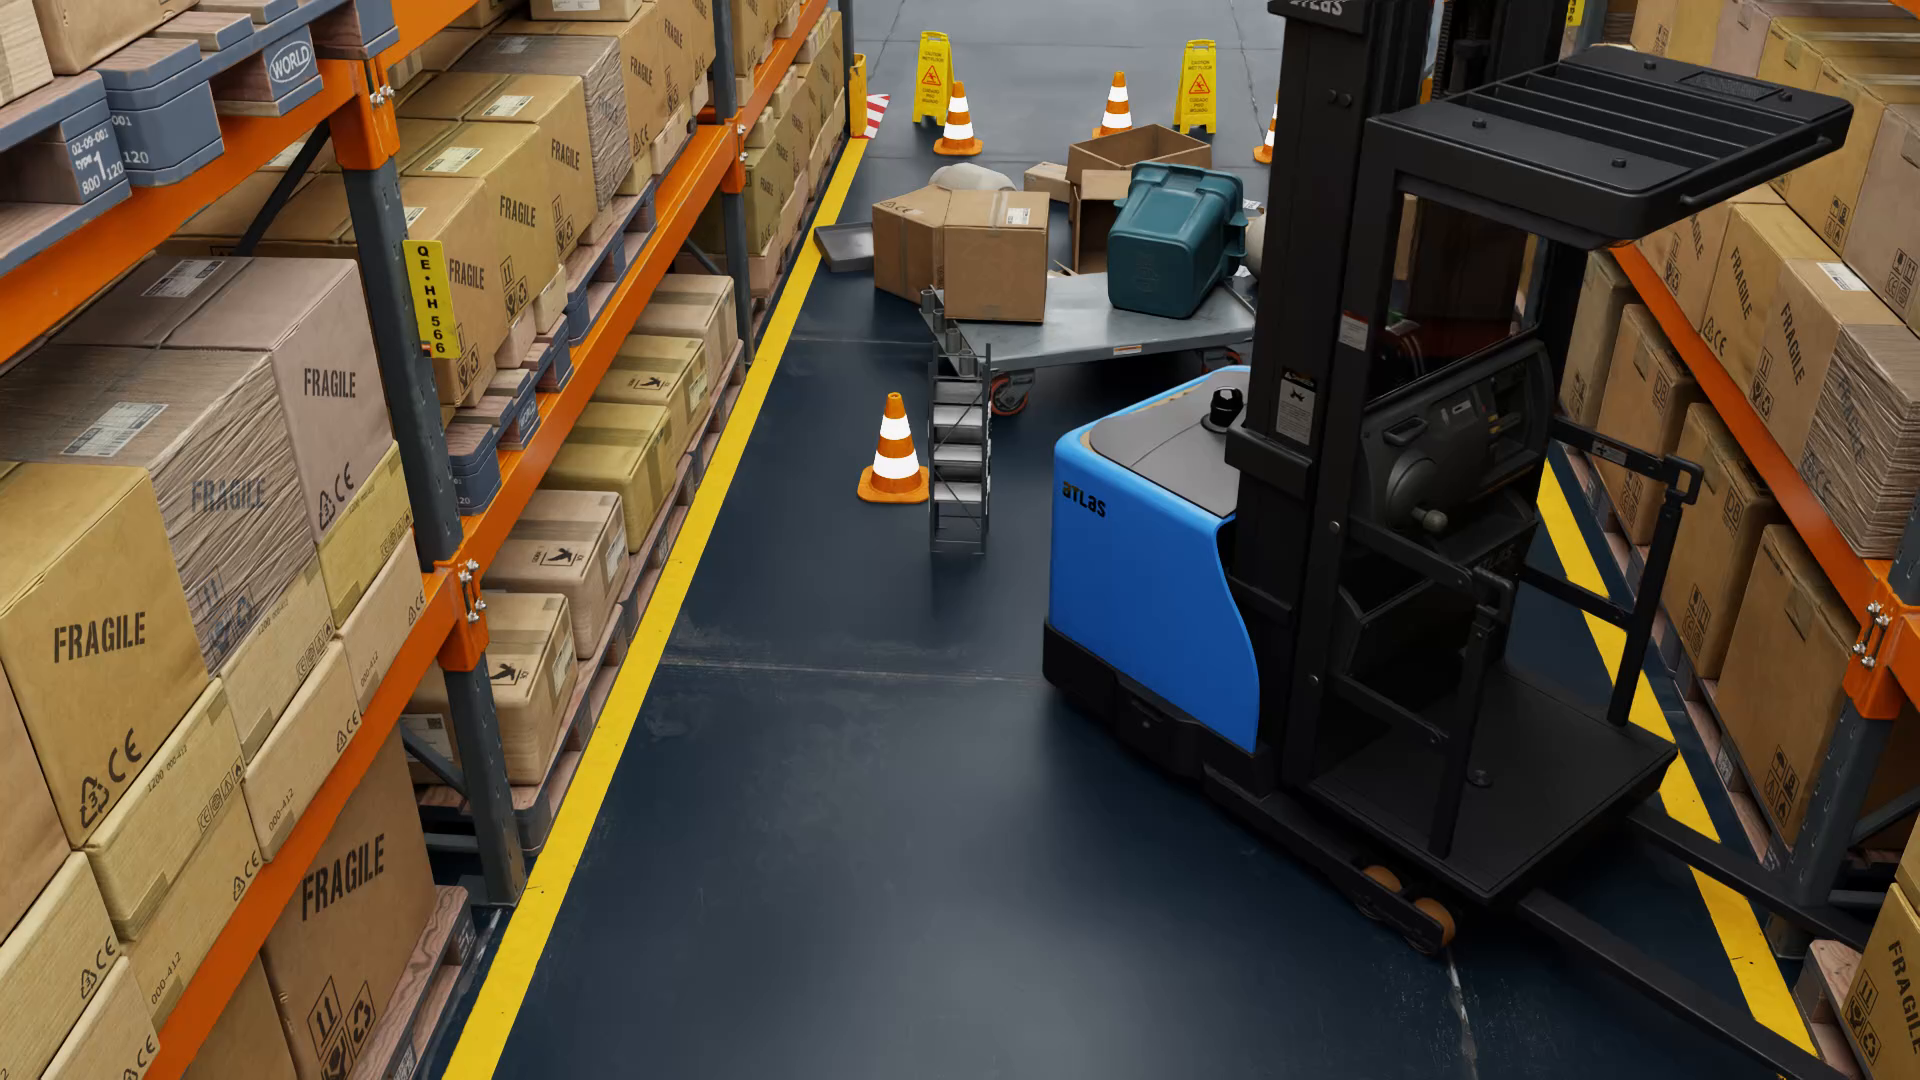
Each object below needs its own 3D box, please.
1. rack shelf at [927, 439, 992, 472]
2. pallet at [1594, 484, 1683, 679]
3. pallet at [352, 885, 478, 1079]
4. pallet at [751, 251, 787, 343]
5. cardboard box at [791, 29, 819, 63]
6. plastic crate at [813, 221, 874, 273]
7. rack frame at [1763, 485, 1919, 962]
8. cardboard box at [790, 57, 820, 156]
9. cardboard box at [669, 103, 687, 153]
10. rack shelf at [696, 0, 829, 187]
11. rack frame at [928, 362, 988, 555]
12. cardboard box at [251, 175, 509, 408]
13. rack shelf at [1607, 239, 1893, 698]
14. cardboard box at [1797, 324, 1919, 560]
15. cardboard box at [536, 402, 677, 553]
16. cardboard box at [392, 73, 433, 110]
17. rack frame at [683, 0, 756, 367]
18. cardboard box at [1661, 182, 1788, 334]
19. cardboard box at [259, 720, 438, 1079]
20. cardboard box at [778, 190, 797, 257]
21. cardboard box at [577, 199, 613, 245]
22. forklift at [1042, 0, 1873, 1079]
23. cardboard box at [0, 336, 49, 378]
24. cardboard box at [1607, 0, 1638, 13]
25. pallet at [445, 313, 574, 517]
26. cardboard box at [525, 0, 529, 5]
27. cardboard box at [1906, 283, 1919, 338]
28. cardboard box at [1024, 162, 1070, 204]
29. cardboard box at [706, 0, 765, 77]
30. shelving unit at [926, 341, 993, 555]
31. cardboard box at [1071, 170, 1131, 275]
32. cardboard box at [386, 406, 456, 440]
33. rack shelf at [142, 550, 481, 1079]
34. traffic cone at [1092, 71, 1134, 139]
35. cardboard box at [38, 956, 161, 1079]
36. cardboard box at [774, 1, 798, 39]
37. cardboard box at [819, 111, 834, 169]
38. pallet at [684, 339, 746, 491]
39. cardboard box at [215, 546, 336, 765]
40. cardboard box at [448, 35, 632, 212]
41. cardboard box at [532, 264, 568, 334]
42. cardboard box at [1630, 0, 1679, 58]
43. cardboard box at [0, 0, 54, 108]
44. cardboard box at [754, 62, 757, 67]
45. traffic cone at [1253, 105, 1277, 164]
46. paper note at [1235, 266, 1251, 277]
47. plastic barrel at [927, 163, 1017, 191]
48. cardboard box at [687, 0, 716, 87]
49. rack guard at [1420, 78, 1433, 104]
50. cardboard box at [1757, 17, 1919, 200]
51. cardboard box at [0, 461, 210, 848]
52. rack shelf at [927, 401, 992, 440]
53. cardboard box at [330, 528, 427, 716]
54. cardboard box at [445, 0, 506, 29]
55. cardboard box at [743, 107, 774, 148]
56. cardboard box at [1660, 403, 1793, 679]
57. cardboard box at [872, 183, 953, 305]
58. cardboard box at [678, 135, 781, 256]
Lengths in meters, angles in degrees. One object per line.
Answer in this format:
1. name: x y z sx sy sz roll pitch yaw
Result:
1. rack shelf: -0.001 -0.350 7.025 0.258 0.077 0.200 2 32 4
2. pallet: 3.268 0.153 6.800 1.003 0.211 1.213 2 32 4
3. pallet: -2.054 1.449 4.697 1.003 0.211 1.213 2 32 4
4. pallet: -1.570 -1.404 9.328 1.003 0.211 1.213 2 32 4
5. cardboard box: -1.079 -3.040 10.211 0.380 0.149 0.250 4 32 6
6. plastic crate: -0.644 -1.782 10.065 0.402 0.080 0.583 -8 33 -13
7. rack frame: 3.027 0.011 4.372 1.000 3.000 0.127 2 32 4
8. cardboard box: -1.156 -2.691 10.263 0.500 0.500 0.500 2 32 3
9. cardboard box: -1.380 -1.756 7.080 0.380 0.149 0.250 2 32 3
10. rack shelf: -1.426 -2.978 9.909 1.077 0.370 4.000 2 32 4
11. rack frame: -0.009 -0.326 6.921 0.240 0.900 0.006 2 32 4
12. cardboard box: -1.647 -0.721 4.781 0.500 0.500 0.500 2 32 3
13. rack shelf: 3.190 -0.728 6.258 1.077 0.370 4.000 2 32 4
14. cardboard box: 2.796 -0.278 4.747 0.500 0.500 0.500 2 32 4
15. cardboard box: -1.739 -0.285 6.957 0.950 0.372 0.625 3 32 6
16. cardboard box: -2.084 -1.279 5.688 0.500 0.500 0.500 0 32 1
17. rack frame: -1.589 -2.239 8.024 1.000 3.000 0.127 2 32 4
18. cardboard box: 2.916 -1.068 6.029 0.500 0.500 0.500 3 32 5
19. cardboard box: -2.054 0.936 4.497 0.875 0.875 0.875 2 32 4
20. cardboard box: -1.240 -1.824 9.570 0.500 0.250 0.500 4 32 7
21. cardboard box: -1.523 -1.224 6.216 0.380 0.149 0.250 3 32 6
22. forklift: 1.649 -0.267 4.889 1.130 2.935 3.031 -24 39 -33
23. cardboard box: -2.229 -0.108 3.518 0.500 0.500 0.500 3 32 4
24. cardboard box: 3.417 -2.795 7.754 0.875 0.550 0.550 2 32 4
25. pallet: -1.963 -0.443 5.292 1.213 0.211 1.003 2 32 4
26. cardboard box: -1.953 -2.092 7.006 0.500 0.500 0.500 3 32 4
27. cardboard box: 3.074 -0.691 4.464 0.700 0.500 0.500 2 32 4
28. cardboard box: 0.643 -2.345 10.914 0.380 0.149 0.250 20 37 29
29. cardboard box: -1.275 -2.626 8.273 0.500 0.500 0.500 2 32 4
30. shelving unit: -0.001 -0.379 7.007 0.258 0.900 0.210 2 32 4
31. cardboard box: 1.049 -1.809 9.577 0.797 0.637 0.503 2 32 4
32. cardboard box: -1.703 -0.381 4.848 0.380 0.149 0.250 1 32 1
33. rack shelf: -2.078 1.205 3.121 1.077 0.370 4.000 2 32 4
34. traffic cone: 1.121 -3.101 11.840 0.336 0.463 0.334 2 32 4
35. cardboard box: -1.793 0.991 2.927 0.500 0.250 0.500 2 32 3
36. cardboard box: -1.130 -2.951 9.419 0.380 0.149 0.250 3 32 4
37. cardboard box: -1.111 -2.634 10.885 0.500 0.250 0.500 3 32 4
38. pallet: -1.651 -0.644 8.095 1.003 0.211 1.213 2 32 4
39. cardboard box: -1.739 0.236 3.674 0.500 0.250 0.500 2 32 3
40. cardboard box: -1.527 -1.532 6.098 0.500 0.500 0.500 1 32 2
41. cardboard box: -1.535 -0.811 5.547 0.380 0.149 0.250 3 32 4
42. cardboard box: 3.318 -2.288 7.056 0.700 0.500 0.500 2 32 3
43. cardboard box: -1.678 -0.811 2.575 0.396 0.266 0.258 2 32 3
44. cardboard box: -1.284 -2.557 8.780 0.380 0.149 0.250 2 32 4
45. traffic cone: 2.220 -2.875 11.474 0.336 0.463 0.334 2 32 4
46. paper note: 1.639 -1.601 9.826 0.172 0.023 0.155 14 34 21
47. plastic barrel: 0.077 -2.089 10.236 0.512 0.421 0.421 27 41 37
48. cardboard box: -1.398 -2.335 7.401 0.500 0.500 0.500 2 32 3
49. rack guard: 3.680 -3.120 11.836 1.175 0.500 0.348 2 32 4
50. cardboard box: 3.194 -1.491 5.762 0.700 0.500 0.500 2 32 3
51. cardboard box: -1.777 0.194 3.027 0.500 0.500 0.500 2 32 4
52. rack shelf: -0.001 -0.504 6.930 0.258 0.077 0.200 2 32 4
53. cardboard box: -1.697 0.192 4.222 0.500 0.250 0.500 1 32 2
54. cardboard box: -1.966 -2.060 6.336 0.380 0.149 0.250 4 32 7
55. cardboard box: -1.202 -2.202 8.852 0.380 0.149 0.250 3 32 5
56. cardboard box: 3.234 0.019 6.105 1.050 0.750 0.750 3 32 5
57. cardboard box: -0.146 -1.678 9.494 0.500 0.500 0.500 27 41 37
58. cardboard box: -1.272 -1.863 8.920 0.500 0.500 0.500 4 32 6
